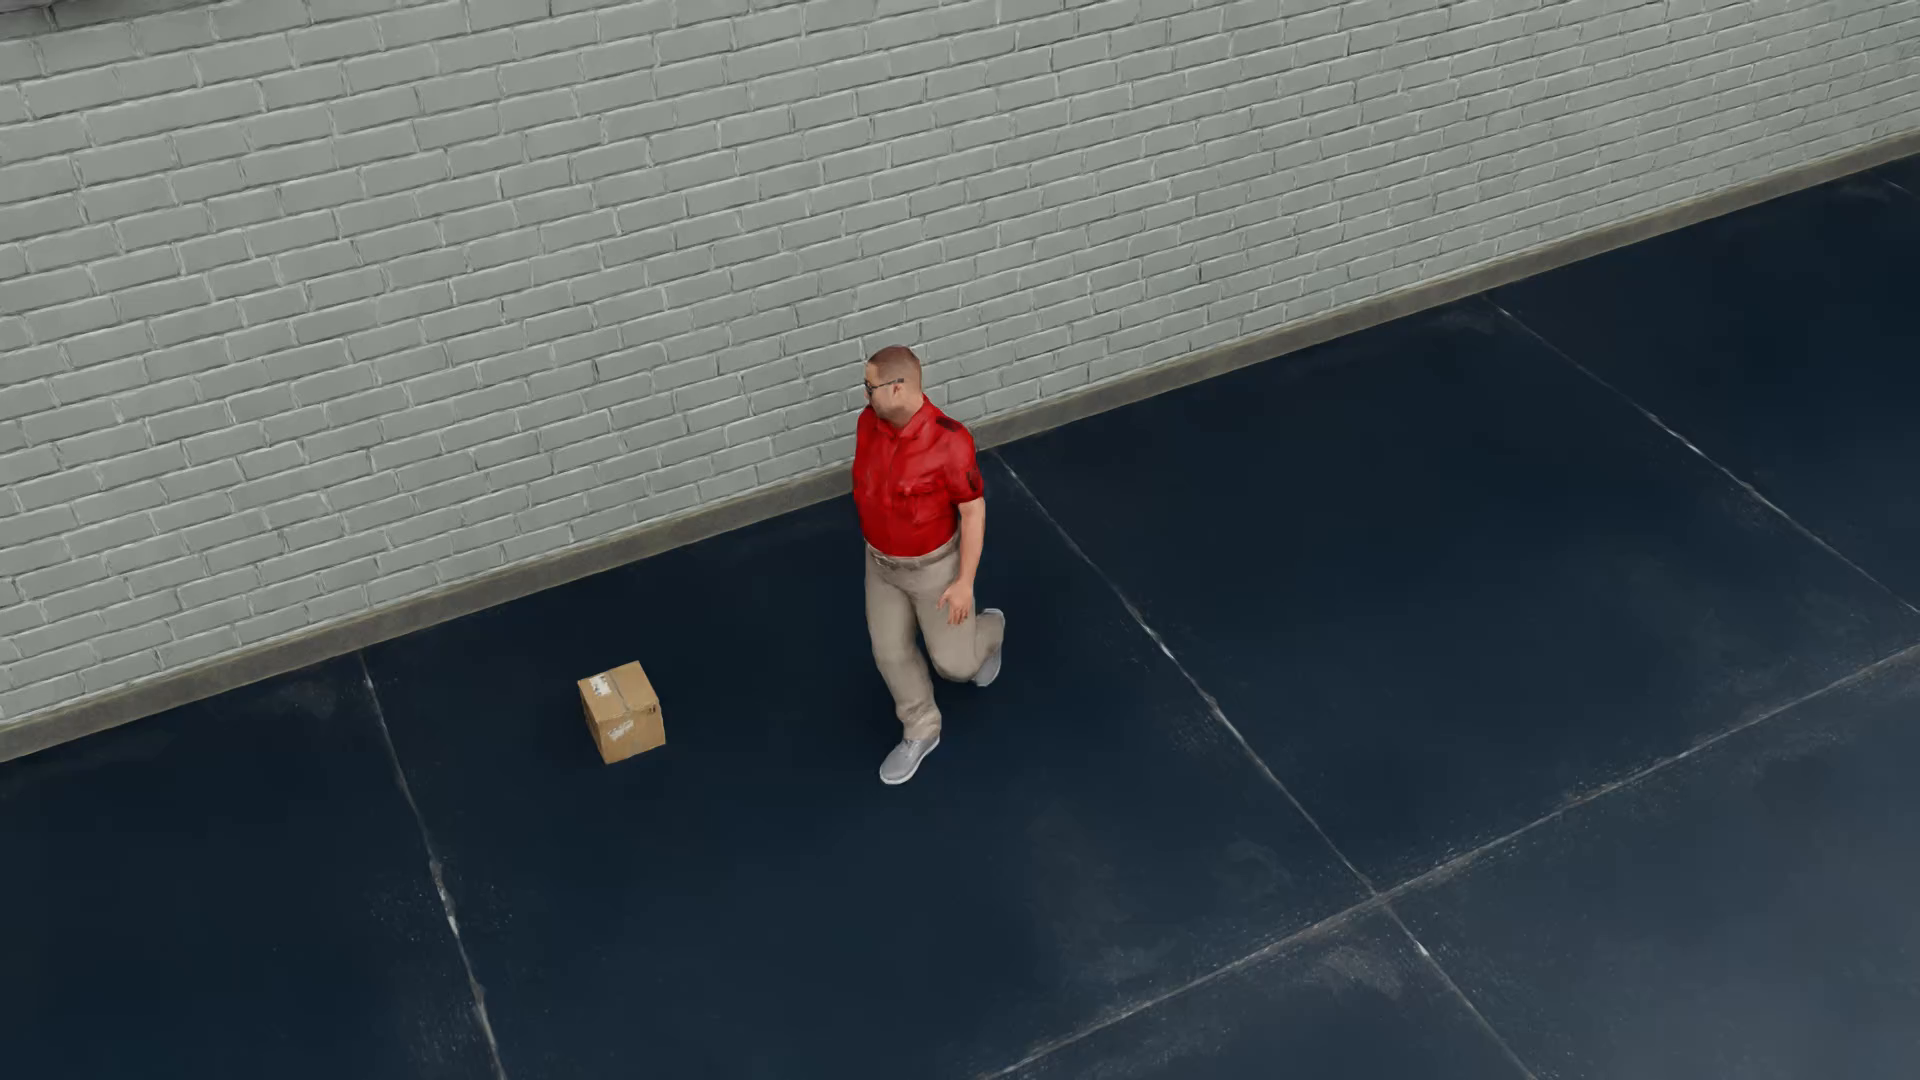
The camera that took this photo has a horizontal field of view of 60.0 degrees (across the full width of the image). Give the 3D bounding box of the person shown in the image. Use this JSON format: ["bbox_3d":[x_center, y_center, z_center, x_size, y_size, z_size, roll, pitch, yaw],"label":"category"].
[{"bbox_3d":[-0.159,0.070,6.124,0.609,1.672,0.758,24,47,25],"label":"person"}]
